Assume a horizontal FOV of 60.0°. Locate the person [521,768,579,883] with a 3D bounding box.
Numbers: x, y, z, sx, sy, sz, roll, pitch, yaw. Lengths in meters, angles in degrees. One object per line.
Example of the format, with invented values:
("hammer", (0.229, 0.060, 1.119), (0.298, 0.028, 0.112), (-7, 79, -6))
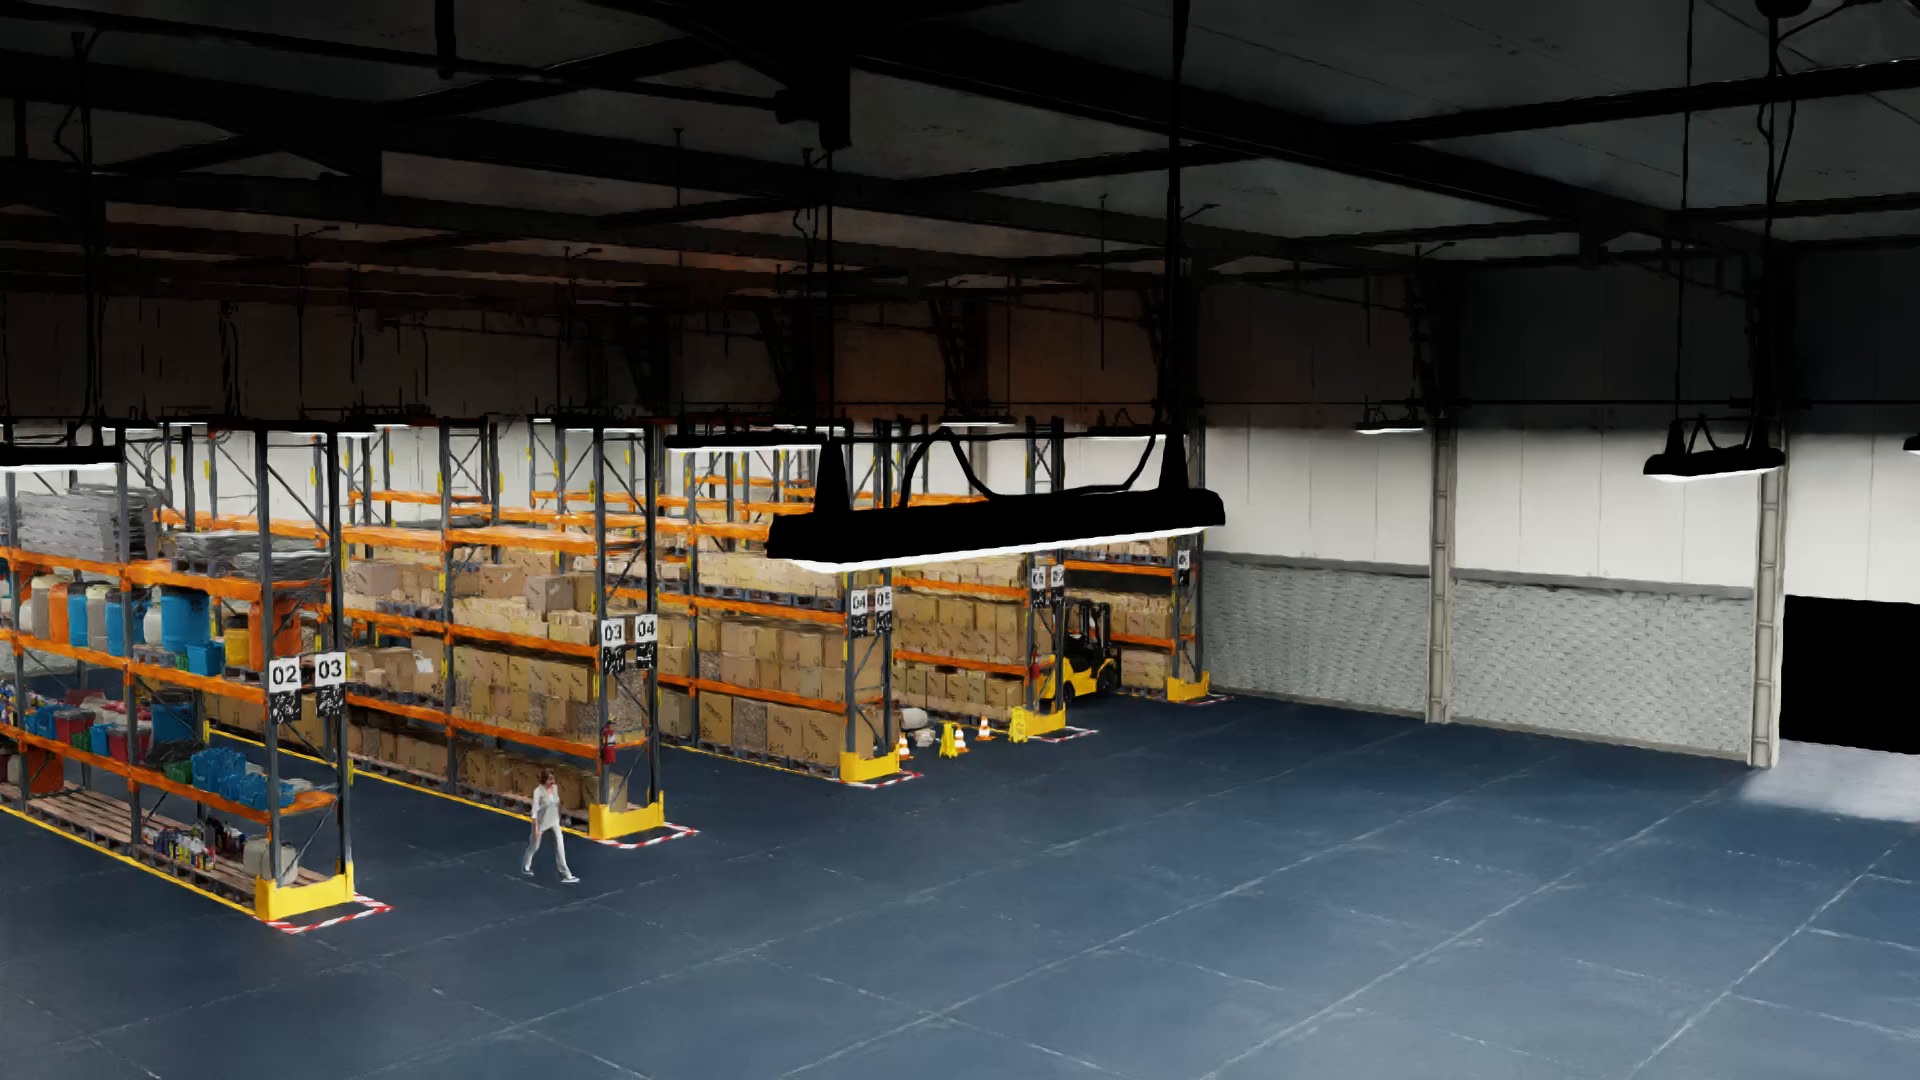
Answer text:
("person", (-5.462, 3.739, 21.894), (1.036, 1.517, 0.417), (5, 7, 43))
